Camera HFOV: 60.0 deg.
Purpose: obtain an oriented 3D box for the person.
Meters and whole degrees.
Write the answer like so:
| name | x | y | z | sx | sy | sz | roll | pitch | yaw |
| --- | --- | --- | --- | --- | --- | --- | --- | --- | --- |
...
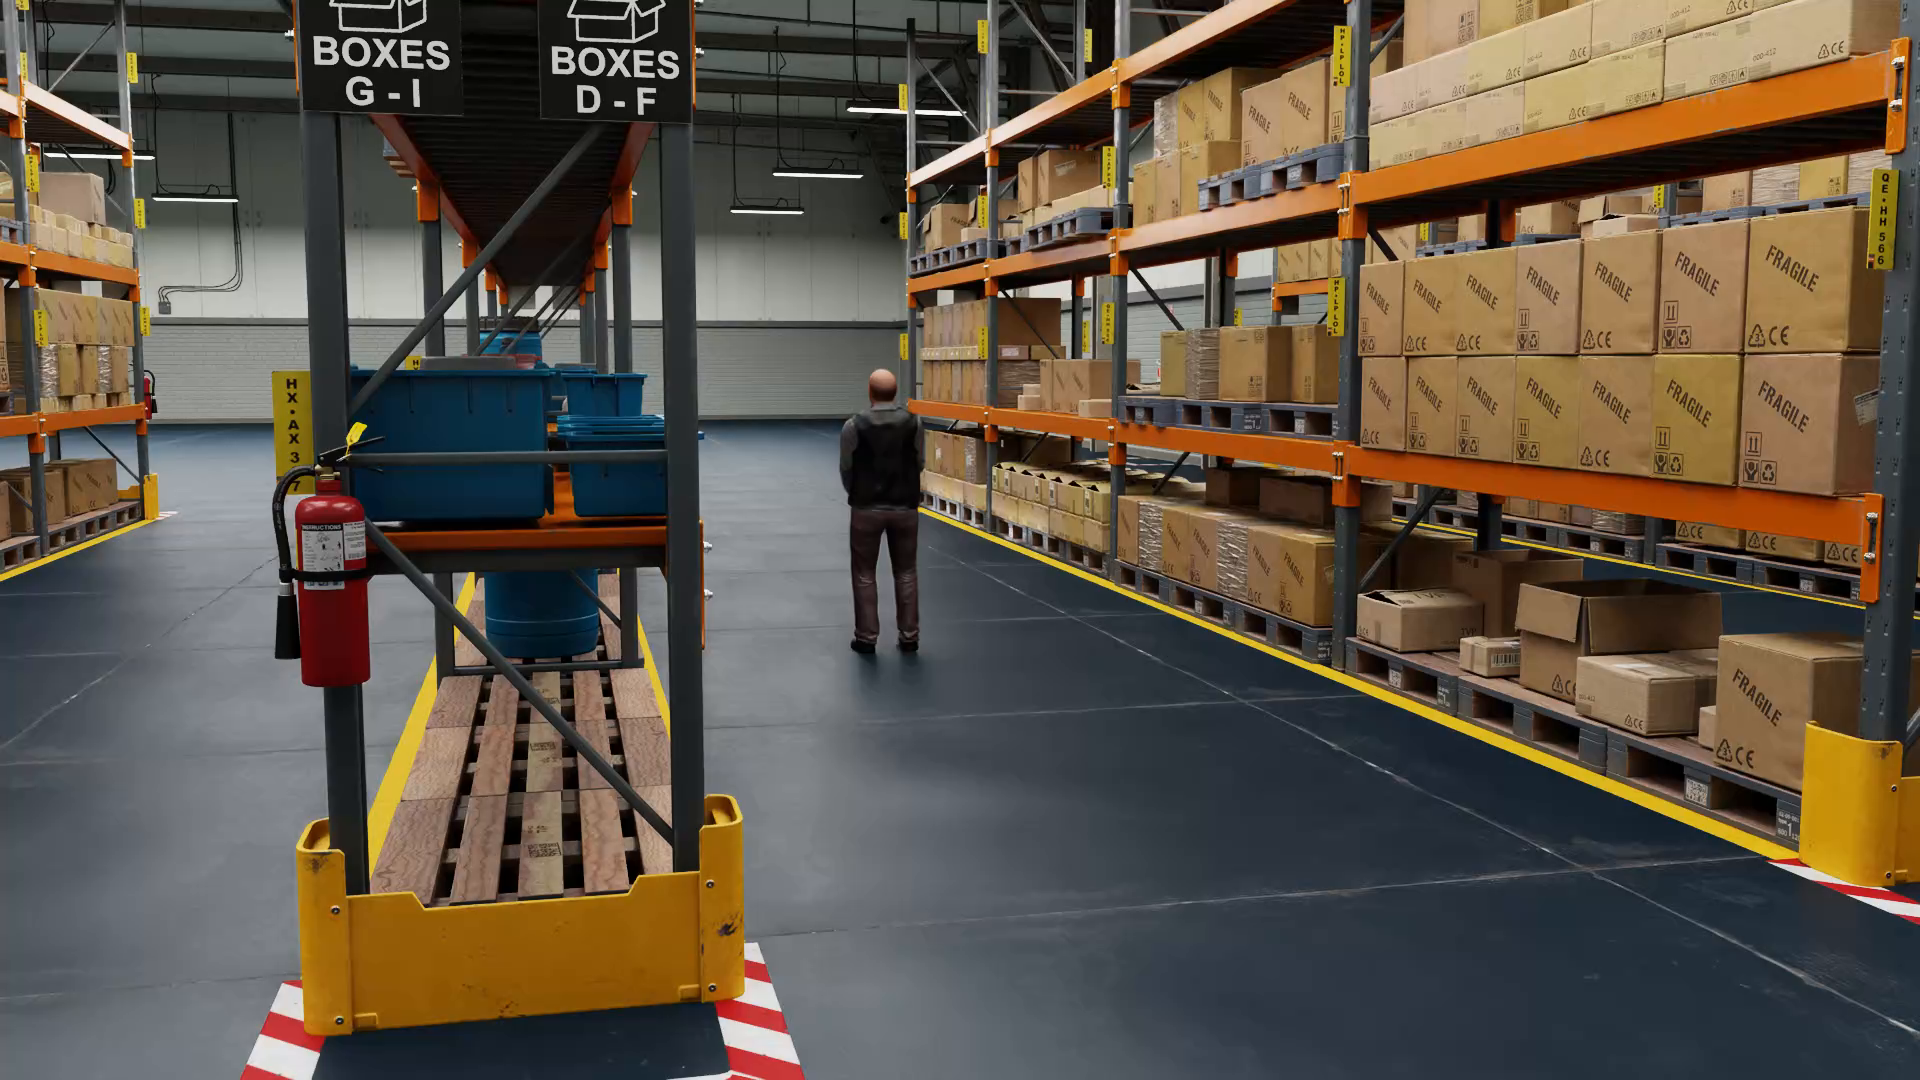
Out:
| name | x | y | z | sx | sy | sz | roll | pitch | yaw |
| --- | --- | --- | --- | --- | --- | --- | --- | --- | --- |
| person | -0.488 | -0.183 | 10.256 | 0.532 | 1.727 | 0.522 | -2 | 6 | -14 |
